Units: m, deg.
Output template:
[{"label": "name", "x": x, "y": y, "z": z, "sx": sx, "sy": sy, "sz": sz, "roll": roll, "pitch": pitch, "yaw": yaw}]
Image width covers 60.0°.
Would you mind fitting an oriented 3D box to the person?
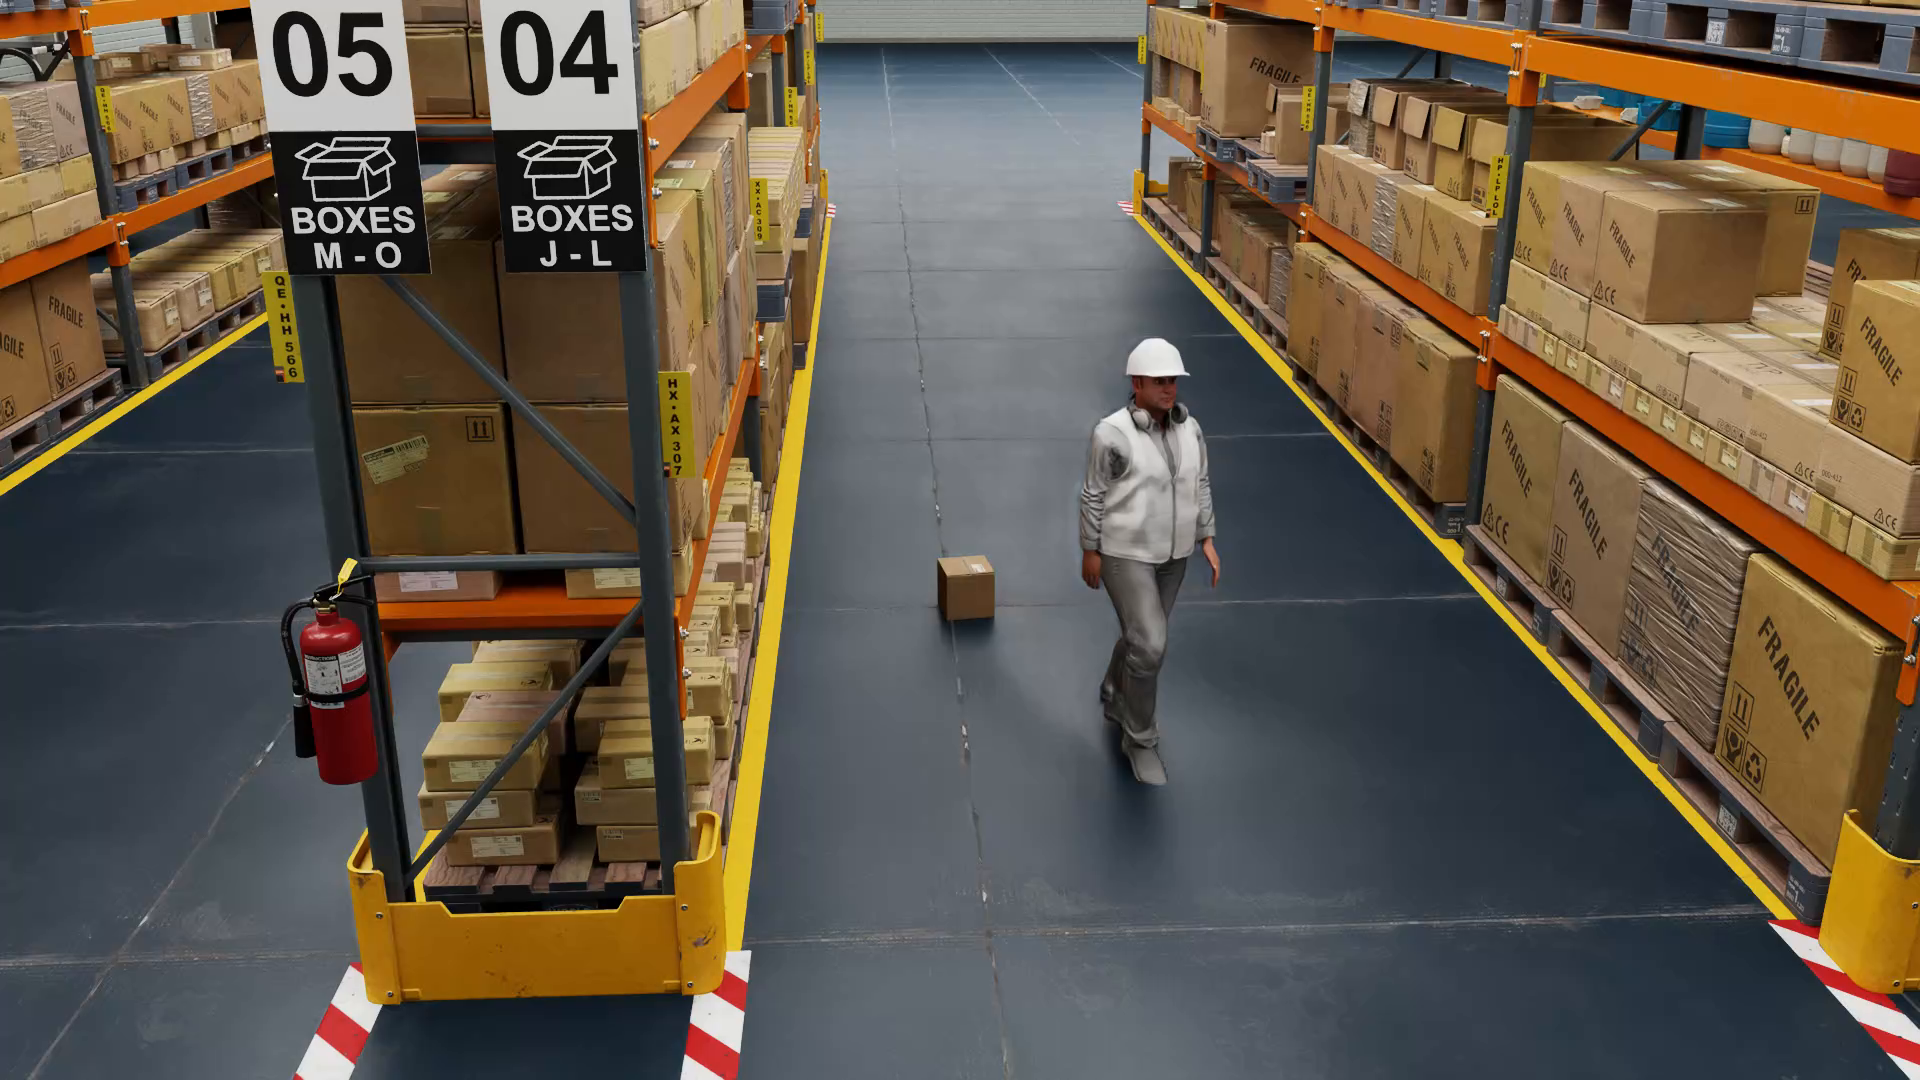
[{"label": "person", "x": 0.789, "y": 0.076, "z": 6.875, "sx": 0.551, "sy": 1.830, "sz": 0.629, "roll": -13, "pitch": 24, "yaw": -31}]
